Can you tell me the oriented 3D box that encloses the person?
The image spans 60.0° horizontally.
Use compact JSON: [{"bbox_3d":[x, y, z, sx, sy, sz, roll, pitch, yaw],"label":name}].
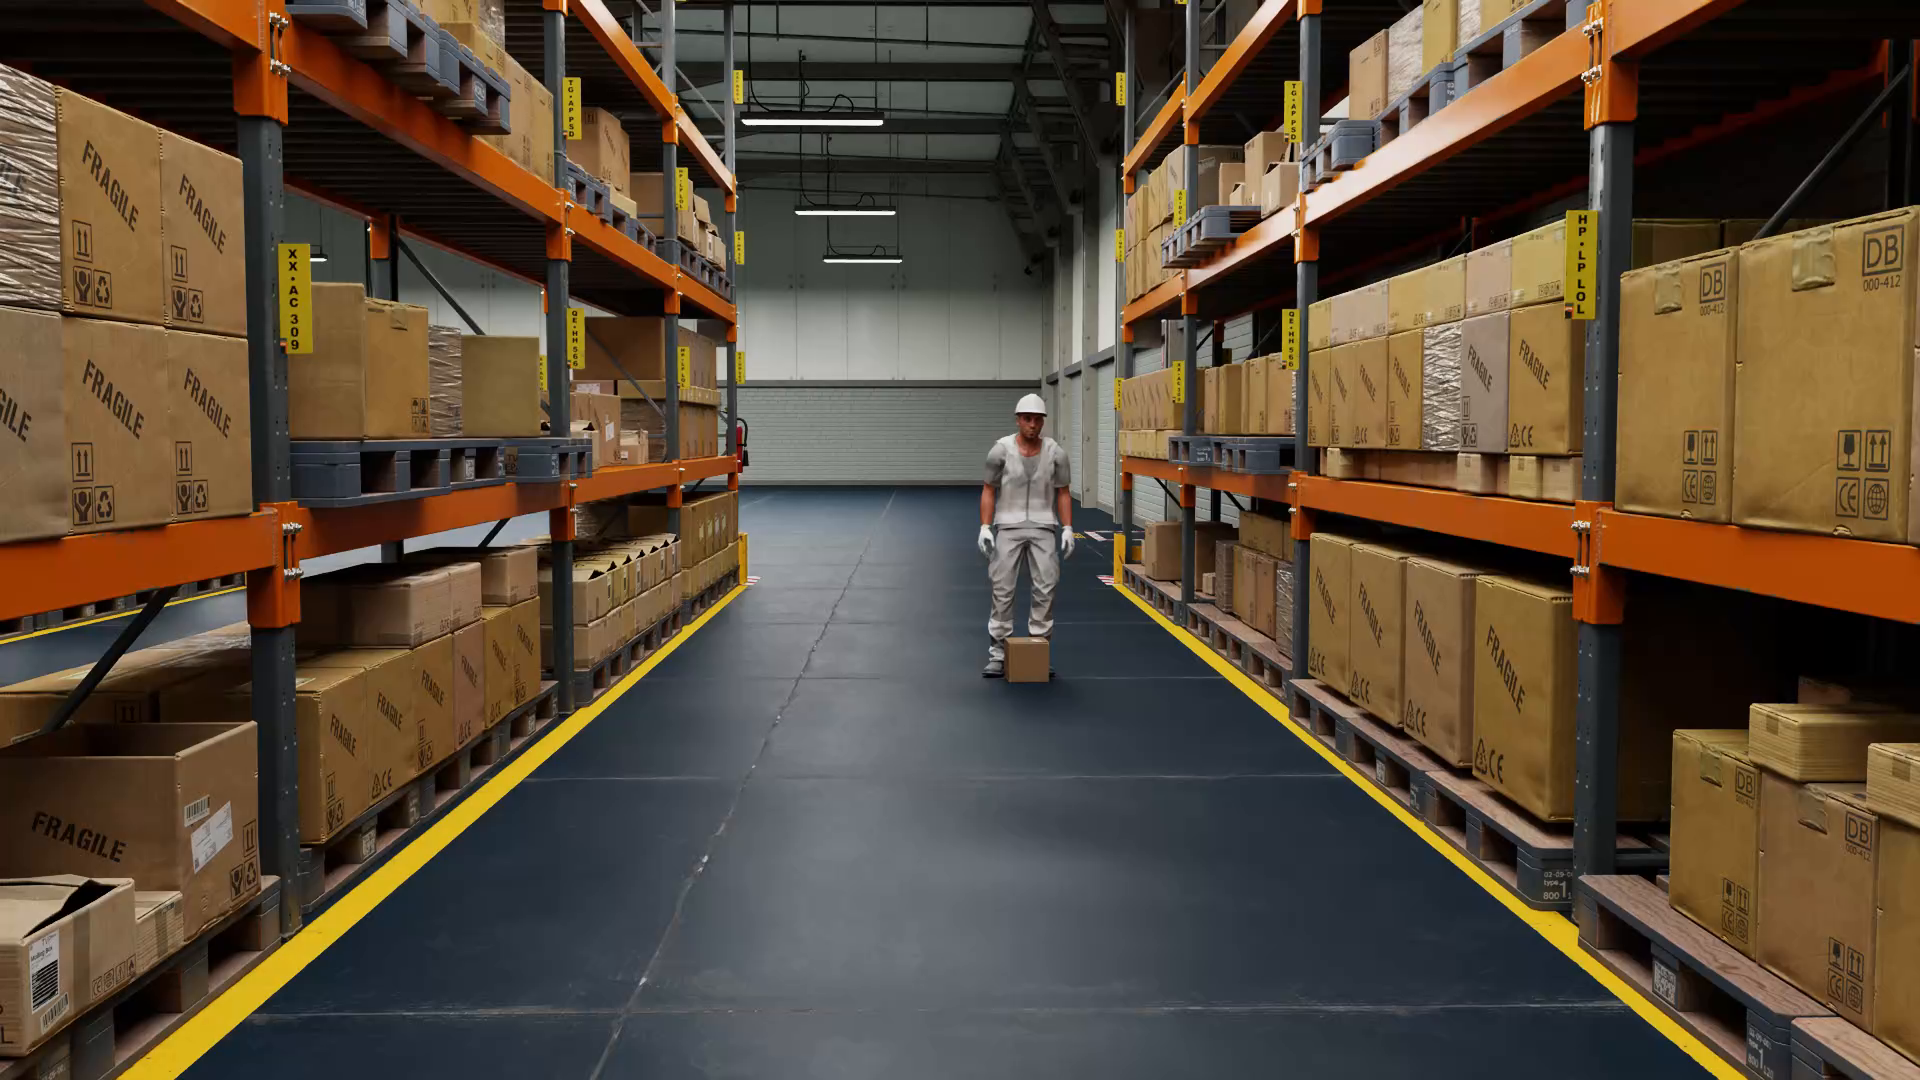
[{"bbox_3d":[0.422,-0.031,10.532,0.623,1.780,0.448,0,4,-4],"label":"person"}]
